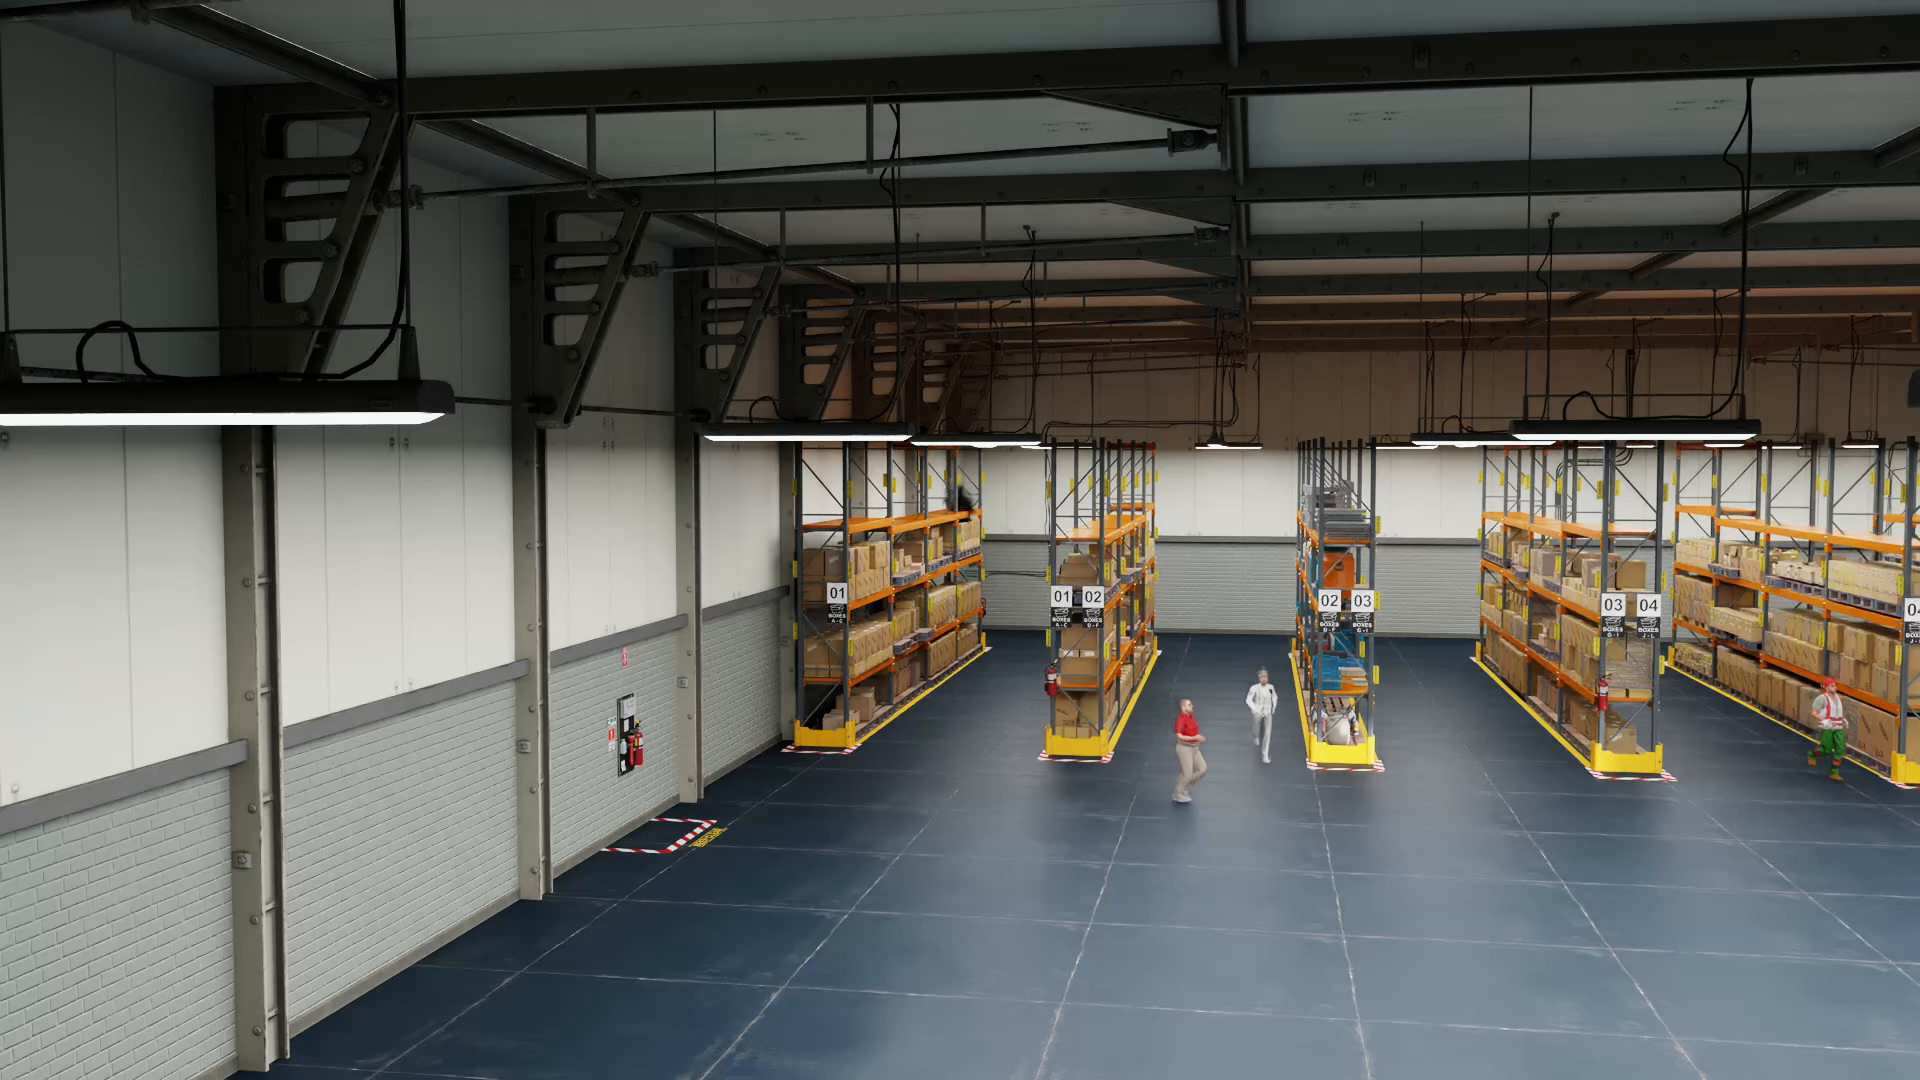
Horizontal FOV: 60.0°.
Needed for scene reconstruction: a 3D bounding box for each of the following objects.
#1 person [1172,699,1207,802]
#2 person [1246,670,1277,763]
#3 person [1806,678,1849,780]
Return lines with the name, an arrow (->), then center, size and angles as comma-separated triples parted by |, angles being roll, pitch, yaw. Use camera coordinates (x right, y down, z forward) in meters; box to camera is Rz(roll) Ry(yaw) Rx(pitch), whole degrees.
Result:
person -> 3.766, 3.440, 27.087 | 0.621, 1.707, 0.648 | 2, 3, 30
person -> 5.645, 3.262, 31.094 | 0.592, 1.694, 1.025 | 0, 3, 6
person -> 15.282, 3.302, 29.226 | 0.669, 1.756, 0.823 | -1, 3, -13
